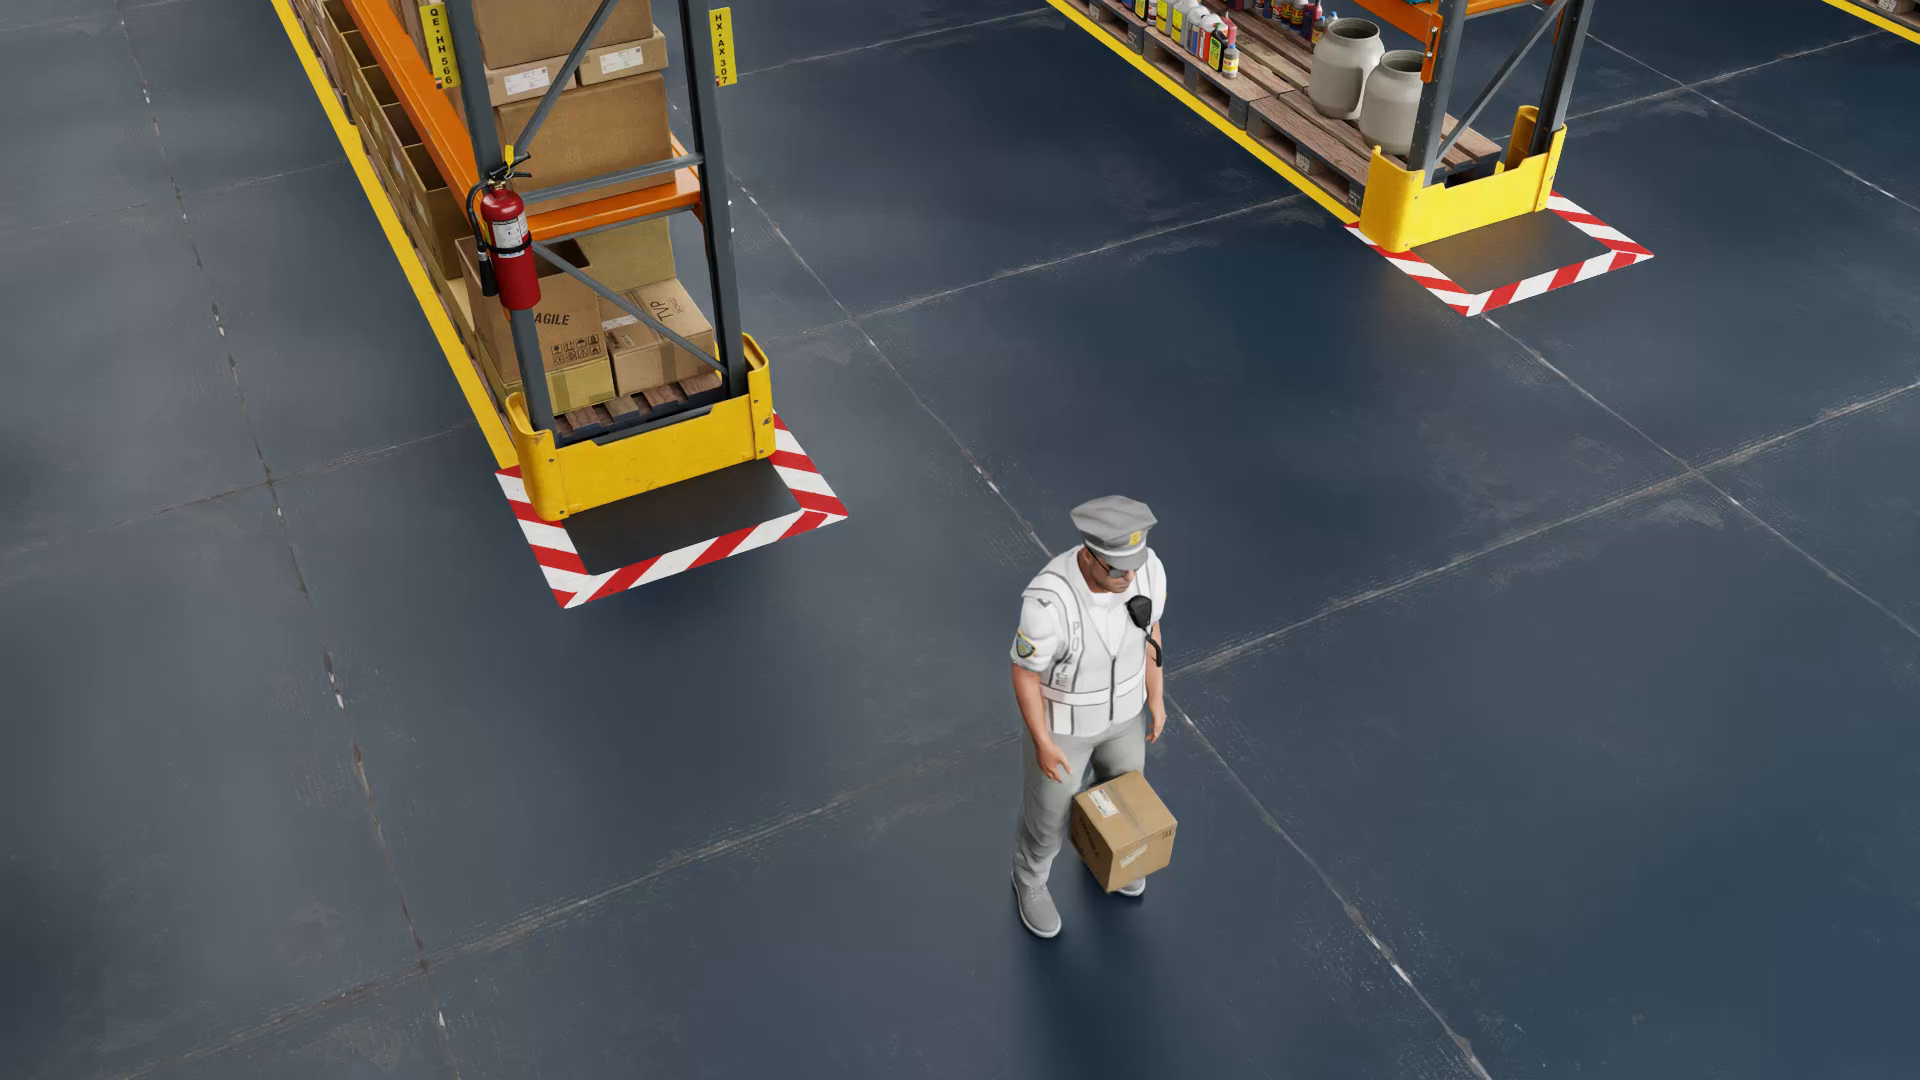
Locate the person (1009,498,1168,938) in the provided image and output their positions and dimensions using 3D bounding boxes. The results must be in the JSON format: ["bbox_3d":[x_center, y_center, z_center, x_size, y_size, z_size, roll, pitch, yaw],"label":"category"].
[{"bbox_3d":[0.417,0.552,5.516,0.572,1.749,0.434,-20,45,-22],"label":"person"}]
